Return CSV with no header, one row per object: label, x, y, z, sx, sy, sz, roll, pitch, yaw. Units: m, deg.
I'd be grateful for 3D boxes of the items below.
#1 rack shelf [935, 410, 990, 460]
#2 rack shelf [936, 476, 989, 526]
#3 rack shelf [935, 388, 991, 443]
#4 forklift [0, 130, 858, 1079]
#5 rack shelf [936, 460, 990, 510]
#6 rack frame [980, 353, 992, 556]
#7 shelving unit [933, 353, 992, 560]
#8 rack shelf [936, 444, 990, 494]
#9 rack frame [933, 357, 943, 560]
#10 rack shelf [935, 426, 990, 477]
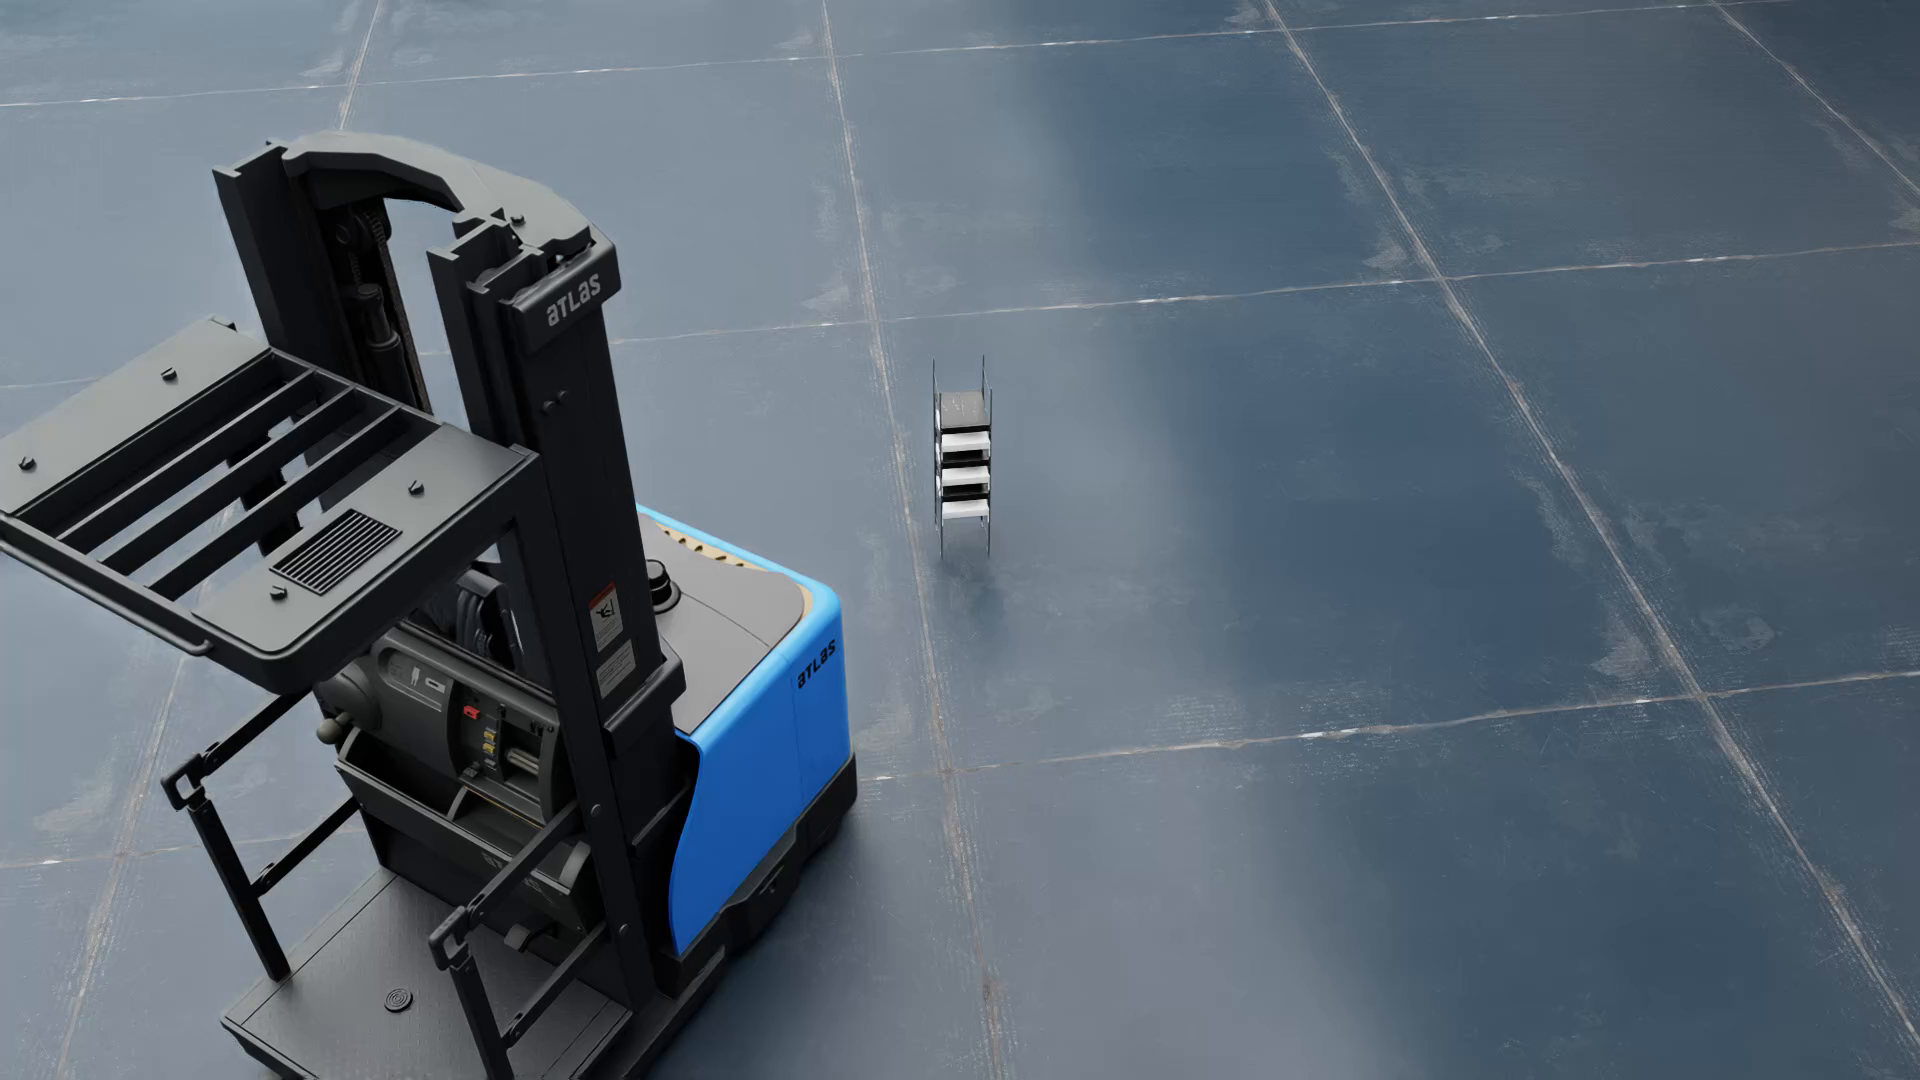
rack shelf,0.008,-0.444,6.851,0.200,0.077,0.258,-5,42,-6
rack shelf,0.008,-0.176,7.092,0.200,0.077,0.258,-5,42,-6
rack shelf,0.008,-0.511,6.791,0.200,0.077,0.258,-5,42,-6
forklift,-1.569,0.556,4.445,1.130,2.935,3.031,22,46,23
rack shelf,0.008,-0.243,7.032,0.200,0.077,0.258,-5,42,-6
rack frame,0.109,-0.344,6.959,0.006,0.900,0.240,-5,42,-6
shelving unit,0.008,-0.335,6.949,0.210,0.900,0.258,-5,42,-6
rack shelf,0.008,-0.310,6.972,0.200,0.077,0.258,-5,42,-6
rack frame,-0.093,-0.326,6.940,0.006,0.900,0.240,-5,42,-6
rack shelf,0.008,-0.377,6.911,0.200,0.077,0.258,-5,42,-6
